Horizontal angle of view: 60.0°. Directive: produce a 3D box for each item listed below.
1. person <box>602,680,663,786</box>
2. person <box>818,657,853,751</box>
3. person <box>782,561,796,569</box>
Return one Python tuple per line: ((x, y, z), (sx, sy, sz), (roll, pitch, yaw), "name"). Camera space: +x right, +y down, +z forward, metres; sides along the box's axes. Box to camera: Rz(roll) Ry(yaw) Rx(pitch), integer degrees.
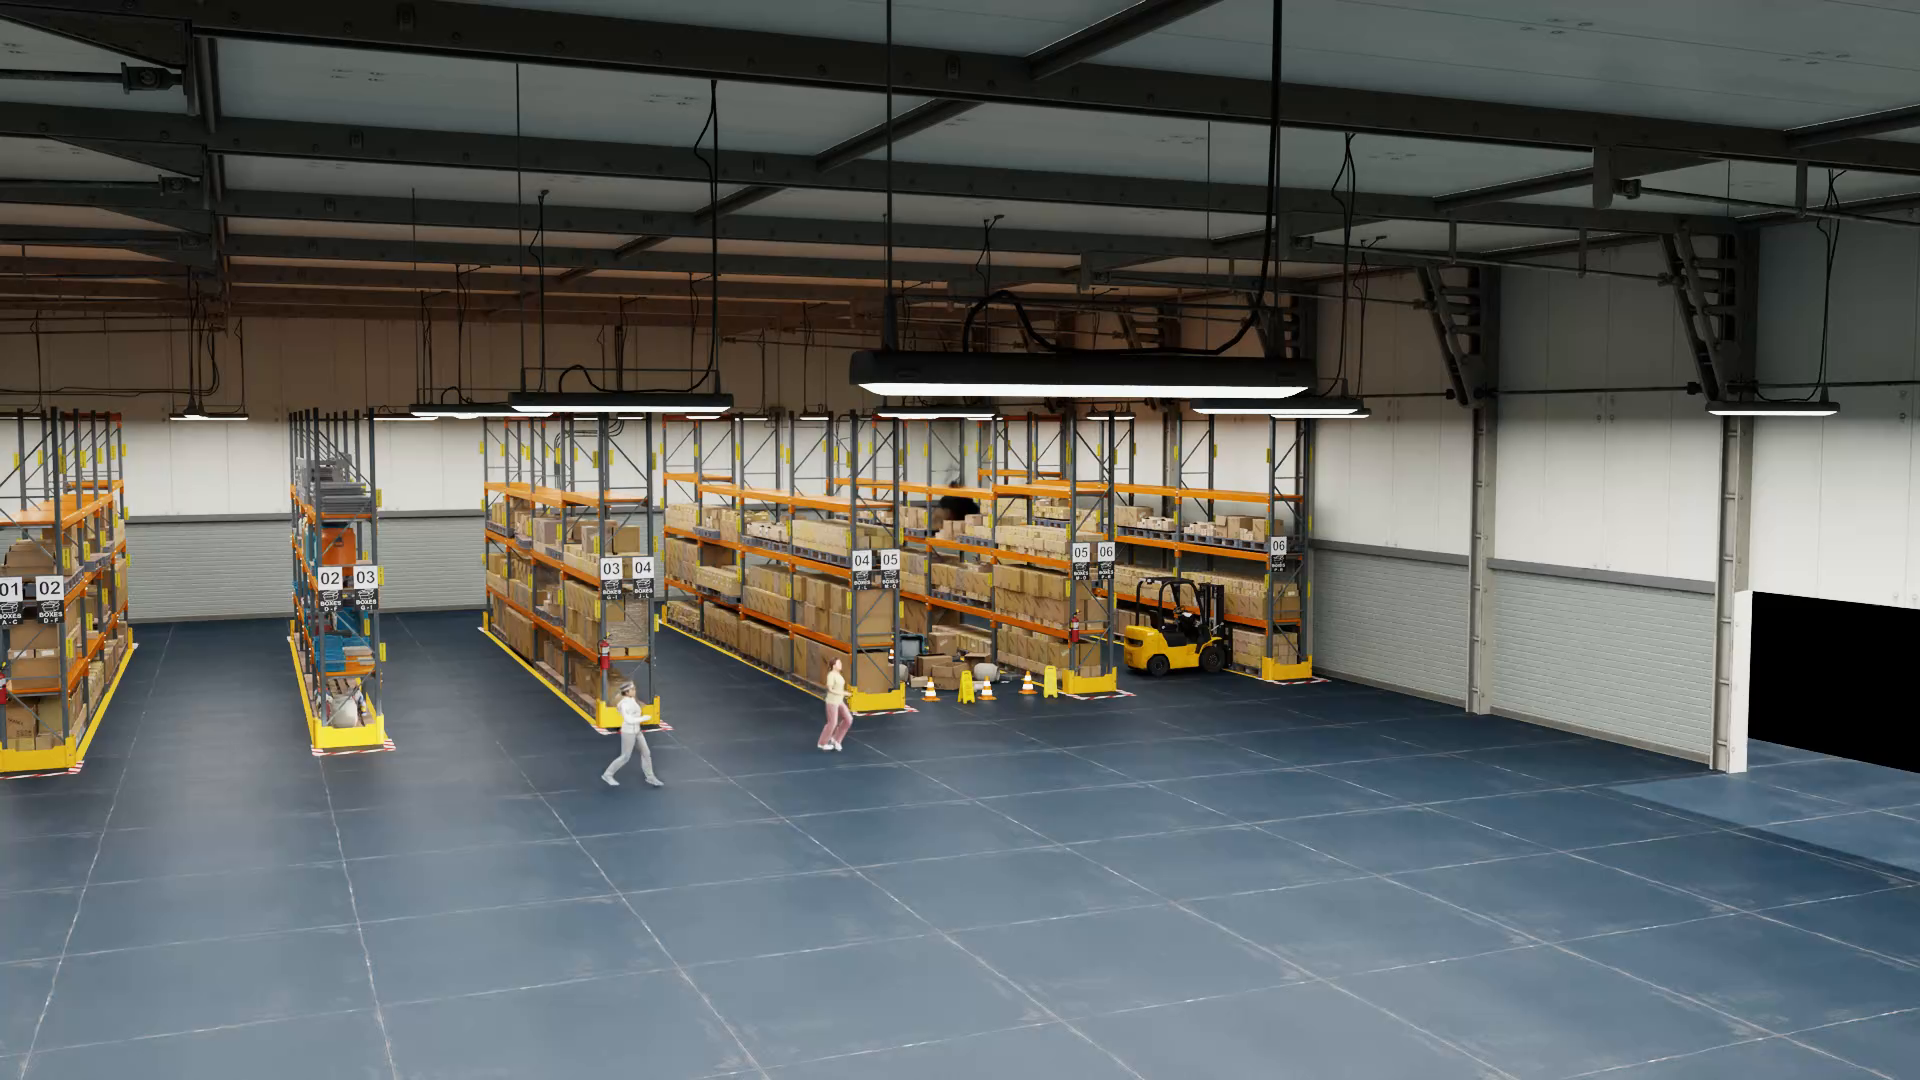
((-5.148, 3.043, 26.119), (0.938, 1.689, 0.621), (0, 4, 2), "person")
((-2.165, 2.871, 29.007), (0.664, 1.688, 0.594), (1, 4, 19), "person")
((-5.311, 1.297, 50.755), (0.708, 1.802, 0.649), (-1, 4, -17), "person")
